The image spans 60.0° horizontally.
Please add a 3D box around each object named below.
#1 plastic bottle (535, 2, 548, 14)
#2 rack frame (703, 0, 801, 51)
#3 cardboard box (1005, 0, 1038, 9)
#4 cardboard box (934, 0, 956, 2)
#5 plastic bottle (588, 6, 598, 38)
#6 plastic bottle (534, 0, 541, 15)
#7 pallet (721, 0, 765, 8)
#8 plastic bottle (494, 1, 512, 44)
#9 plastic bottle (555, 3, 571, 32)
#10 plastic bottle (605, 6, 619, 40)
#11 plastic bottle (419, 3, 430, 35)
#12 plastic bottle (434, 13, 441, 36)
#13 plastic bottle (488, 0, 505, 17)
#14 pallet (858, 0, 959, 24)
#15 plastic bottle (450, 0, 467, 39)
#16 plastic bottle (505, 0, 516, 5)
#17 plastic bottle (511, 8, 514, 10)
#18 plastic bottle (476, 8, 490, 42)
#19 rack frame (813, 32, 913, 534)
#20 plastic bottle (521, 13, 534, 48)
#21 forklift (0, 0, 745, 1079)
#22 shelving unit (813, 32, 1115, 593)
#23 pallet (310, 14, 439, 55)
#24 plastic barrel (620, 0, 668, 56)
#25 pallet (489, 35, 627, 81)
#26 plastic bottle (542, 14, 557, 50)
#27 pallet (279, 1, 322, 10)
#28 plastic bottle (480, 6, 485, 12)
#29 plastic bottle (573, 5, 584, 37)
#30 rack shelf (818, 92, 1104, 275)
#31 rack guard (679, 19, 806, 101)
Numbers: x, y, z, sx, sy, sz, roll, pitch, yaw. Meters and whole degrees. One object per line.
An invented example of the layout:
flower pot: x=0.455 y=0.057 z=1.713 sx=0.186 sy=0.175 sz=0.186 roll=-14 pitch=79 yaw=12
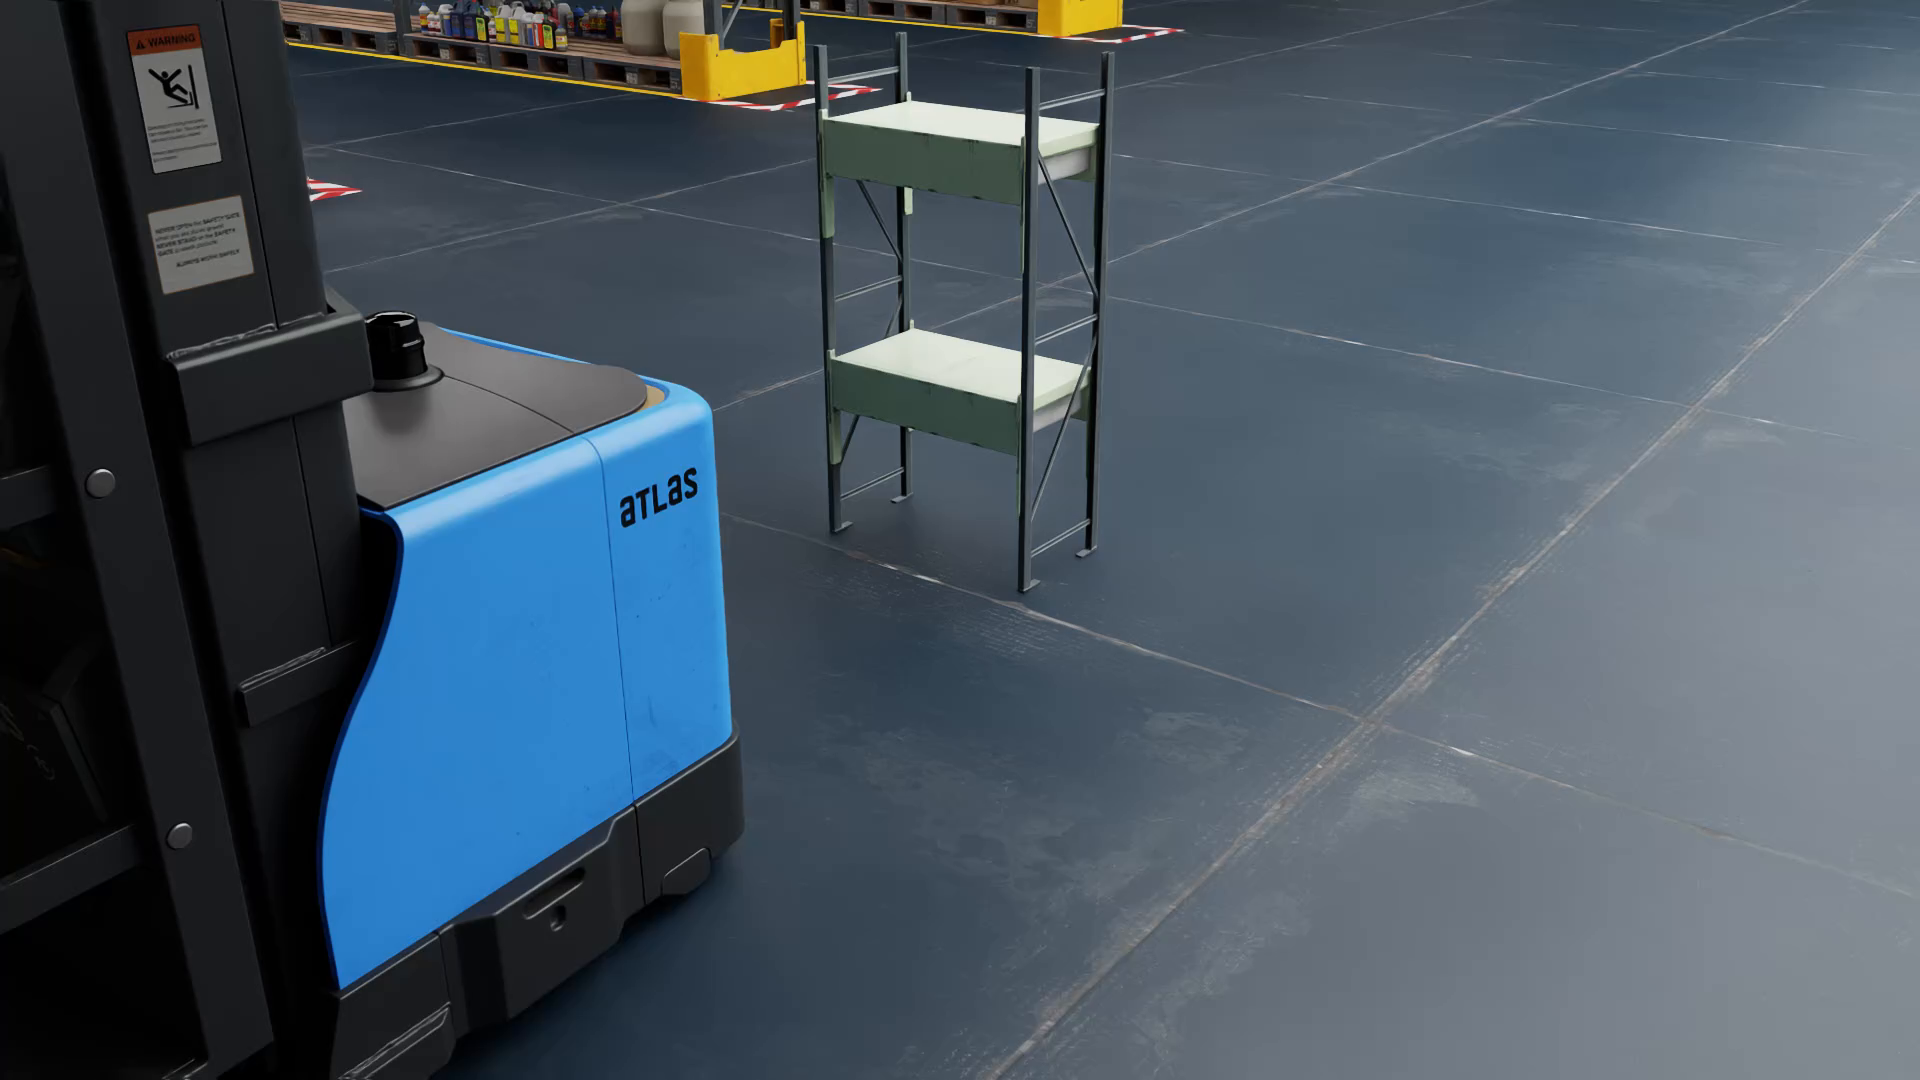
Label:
plastic bottle: x=-3.802 y=-4.746 z=15.125 sx=0.133 sy=0.283 sz=0.061 roll=17 pitch=29 yaw=33
rack frame: x=-1.660 y=-5.047 z=12.985 sx=0.127 sy=3.000 sz=1.000 roll=17 pitch=29 yaw=33
cardboard box: x=0.820 y=-5.850 z=17.386 sx=0.500 sy=0.500 sz=0.500 roll=-20 pitch=31 yaw=-38
cardboard box: x=-0.168 y=-6.141 z=18.047 sx=0.500 sy=0.500 sz=0.500 roll=20 pitch=31 yaw=38
plastic bottle: x=-3.279 y=-4.646 z=14.913 sx=0.097 sy=0.271 sz=0.097 roll=0 pitch=24 yaw=0
plastic bottle: x=-3.864 y=-4.838 z=15.333 sx=0.133 sy=0.283 sz=0.061 roll=19 pitch=30 yaw=37
pallet: x=-2.515 y=-6.524 z=19.796 sx=1.213 sy=0.211 sz=1.003 roll=17 pitch=29 yaw=33
plastic bottle: x=-3.973 y=-4.526 z=14.542 sx=0.185 sy=0.351 sz=0.144 roll=17 pitch=29 yaw=33
plastic bottle: x=-3.633 y=-4.742 z=15.124 sx=0.135 sy=0.276 sz=0.152 roll=17 pitch=29 yaw=34
plastic bottle: x=-3.095 y=-4.605 z=14.805 sx=0.133 sy=0.283 sz=0.061 roll=17 pitch=29 yaw=34
plastic bottle: x=-4.869 y=-4.749 z=15.146 sx=0.097 sy=0.271 sz=0.097 roll=0 pitch=24 yaw=0
plastic bottle: x=-4.706 y=-4.668 z=15.048 sx=0.097 sy=0.201 sz=0.097 roll=0 pitch=24 yaw=0
plastic bottle: x=-4.259 y=-4.894 z=15.378 sx=0.185 sy=0.351 sz=0.144 roll=17 pitch=29 yaw=33
pallet: x=-0.352 y=-5.891 z=18.357 sx=1.213 sy=0.211 sz=1.003 roll=17 pitch=29 yaw=33
plastic bottle: x=-4.464 y=-4.674 z=14.879 sx=0.185 sy=0.351 sz=0.144 roll=18 pitch=29 yaw=35
plastic bottle: x=-4.173 y=-4.941 z=15.483 sx=0.185 sy=0.351 sz=0.144 roll=16 pitch=28 yaw=32
plastic bottle: x=-3.904 y=-4.546 z=14.679 sx=0.135 sy=0.276 sz=0.152 roll=17 pitch=29 yaw=33
plastic bottle: x=-4.206 y=-4.545 z=14.668 sx=0.133 sy=0.283 sz=0.061 roll=18 pitch=30 yaw=36
rack frame: x=-0.288 y=-0.773 z=5.145 sx=0.023 sy=1.500 sz=0.400 roll=17 pitch=29 yaw=33
plastic bottle: x=-3.689 y=-4.408 z=14.367 sx=0.135 sy=0.276 sz=0.152 roll=16 pitch=28 yaw=32
forklift: x=-1.711 y=-0.268 z=2.223 sx=1.130 sy=2.935 sz=3.031 roll=15 pitch=28 yaw=31
shelving unit: x=0.005 y=-0.685 z=4.944 sx=0.755 sy=1.500 sz=0.431 roll=17 pitch=29 yaw=33
pallet: x=-5.513 y=-4.916 z=16.145 sx=1.213 sy=0.211 sz=1.003 roll=17 pitch=29 yaw=33
plastic barrel: x=-2.634 y=-4.357 z=13.982 sx=0.421 sy=0.512 sz=0.421 roll=0 pitch=24 yaw=0
pallet: x=-3.368 y=-4.268 z=14.674 sx=1.213 sy=0.211 sz=1.003 roll=17 pitch=29 yaw=33
plastic bottle: x=-3.497 y=-4.331 z=14.182 sx=0.133 sy=0.283 sz=0.061 roll=18 pitch=29 yaw=35
pallet: x=-7.465 y=-5.506 z=17.484 sx=1.213 sy=0.211 sz=1.003 roll=17 pitch=29 yaw=33
plastic bottle: x=-4.276 y=-4.642 z=14.904 sx=0.097 sy=0.271 sz=0.097 roll=0 pitch=24 yaw=0
plastic bottle: x=-3.441 y=-4.695 z=15.024 sx=0.097 sy=0.271 sz=0.097 roll=0 pitch=24 yaw=0
rack shelf: x=0.005 y=-1.042 z=4.787 sx=0.720 sy=0.370 sz=0.431 roll=17 pitch=29 yaw=33
rack guard: x=-1.749 y=-3.906 z=13.496 sx=0.348 sy=0.500 sz=1.175 roll=17 pitch=29 yaw=33
